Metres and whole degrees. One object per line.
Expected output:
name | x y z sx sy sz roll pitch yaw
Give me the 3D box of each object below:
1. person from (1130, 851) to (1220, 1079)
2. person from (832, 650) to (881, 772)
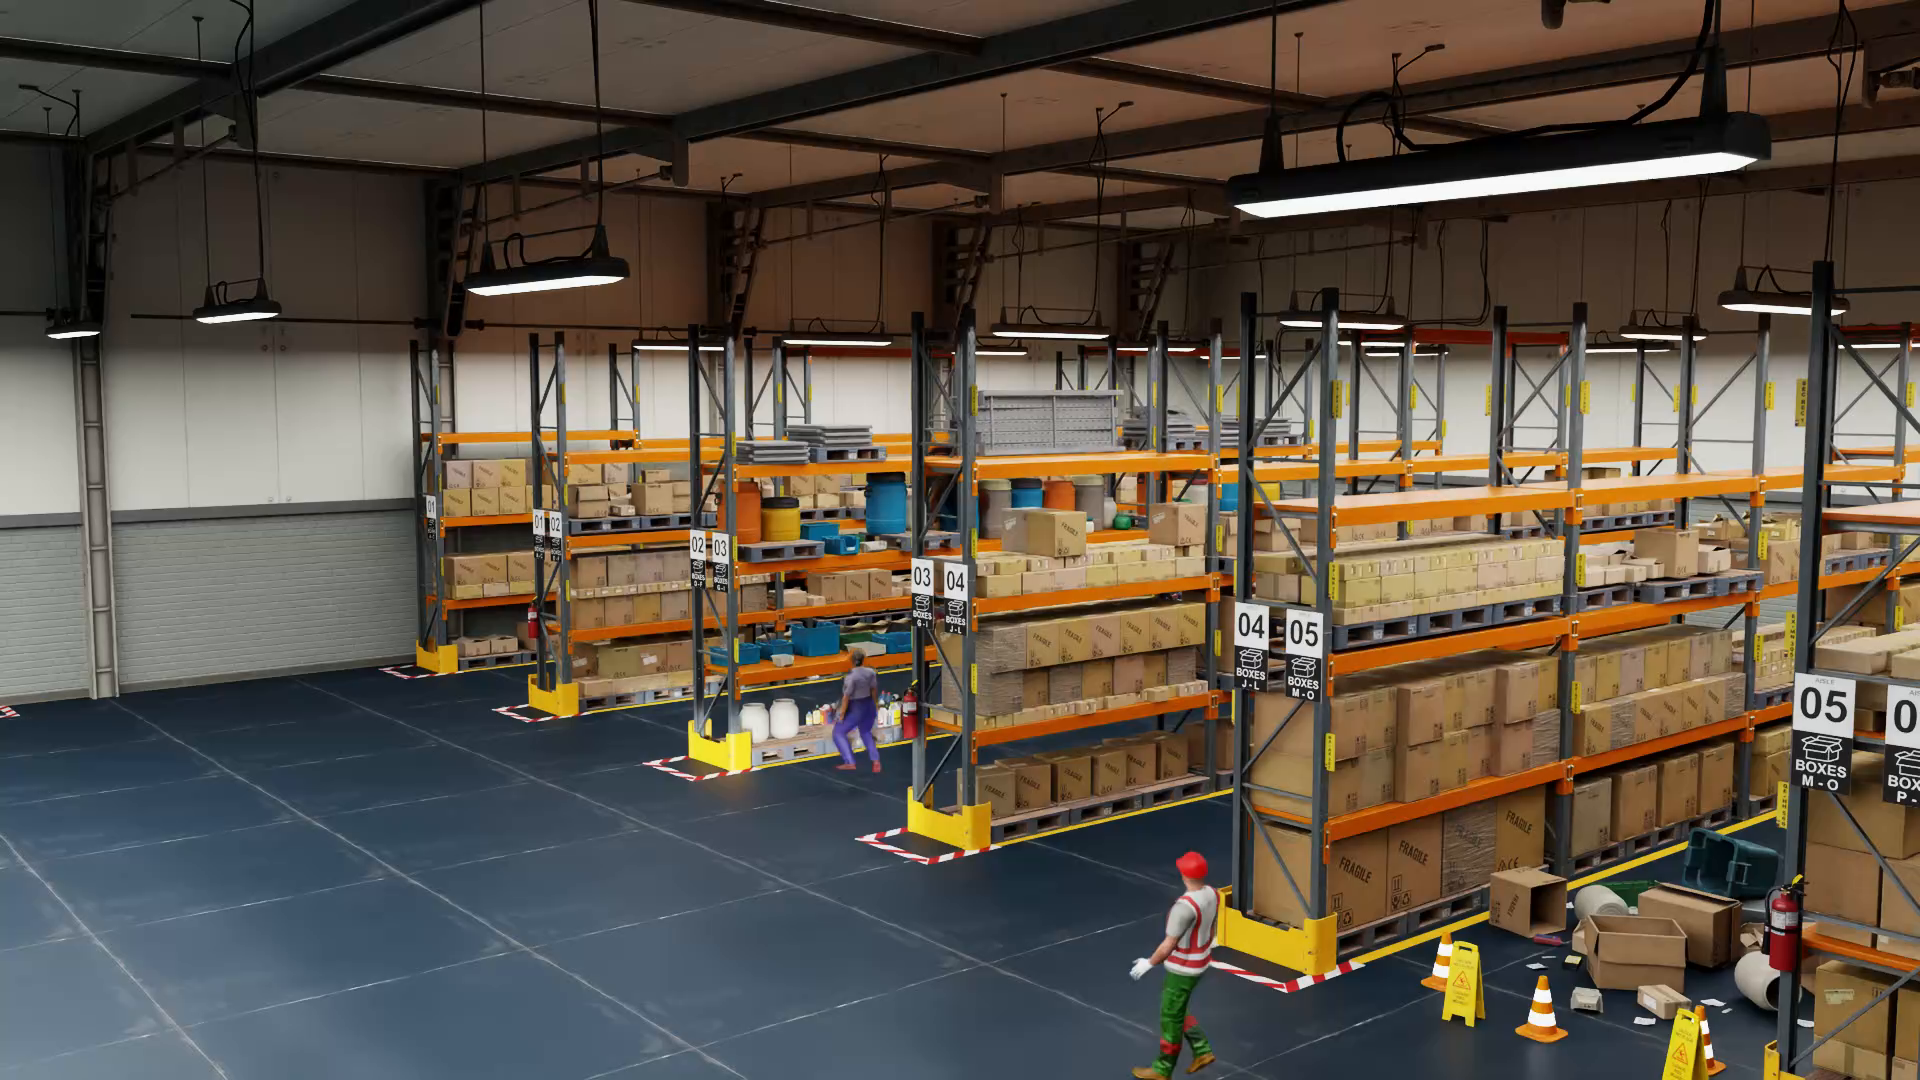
person | 1.585 3.141 12.290 0.621 1.775 0.615 2 6 23
person | -1.309 2.200 21.256 0.483 1.641 0.583 4 7 37
